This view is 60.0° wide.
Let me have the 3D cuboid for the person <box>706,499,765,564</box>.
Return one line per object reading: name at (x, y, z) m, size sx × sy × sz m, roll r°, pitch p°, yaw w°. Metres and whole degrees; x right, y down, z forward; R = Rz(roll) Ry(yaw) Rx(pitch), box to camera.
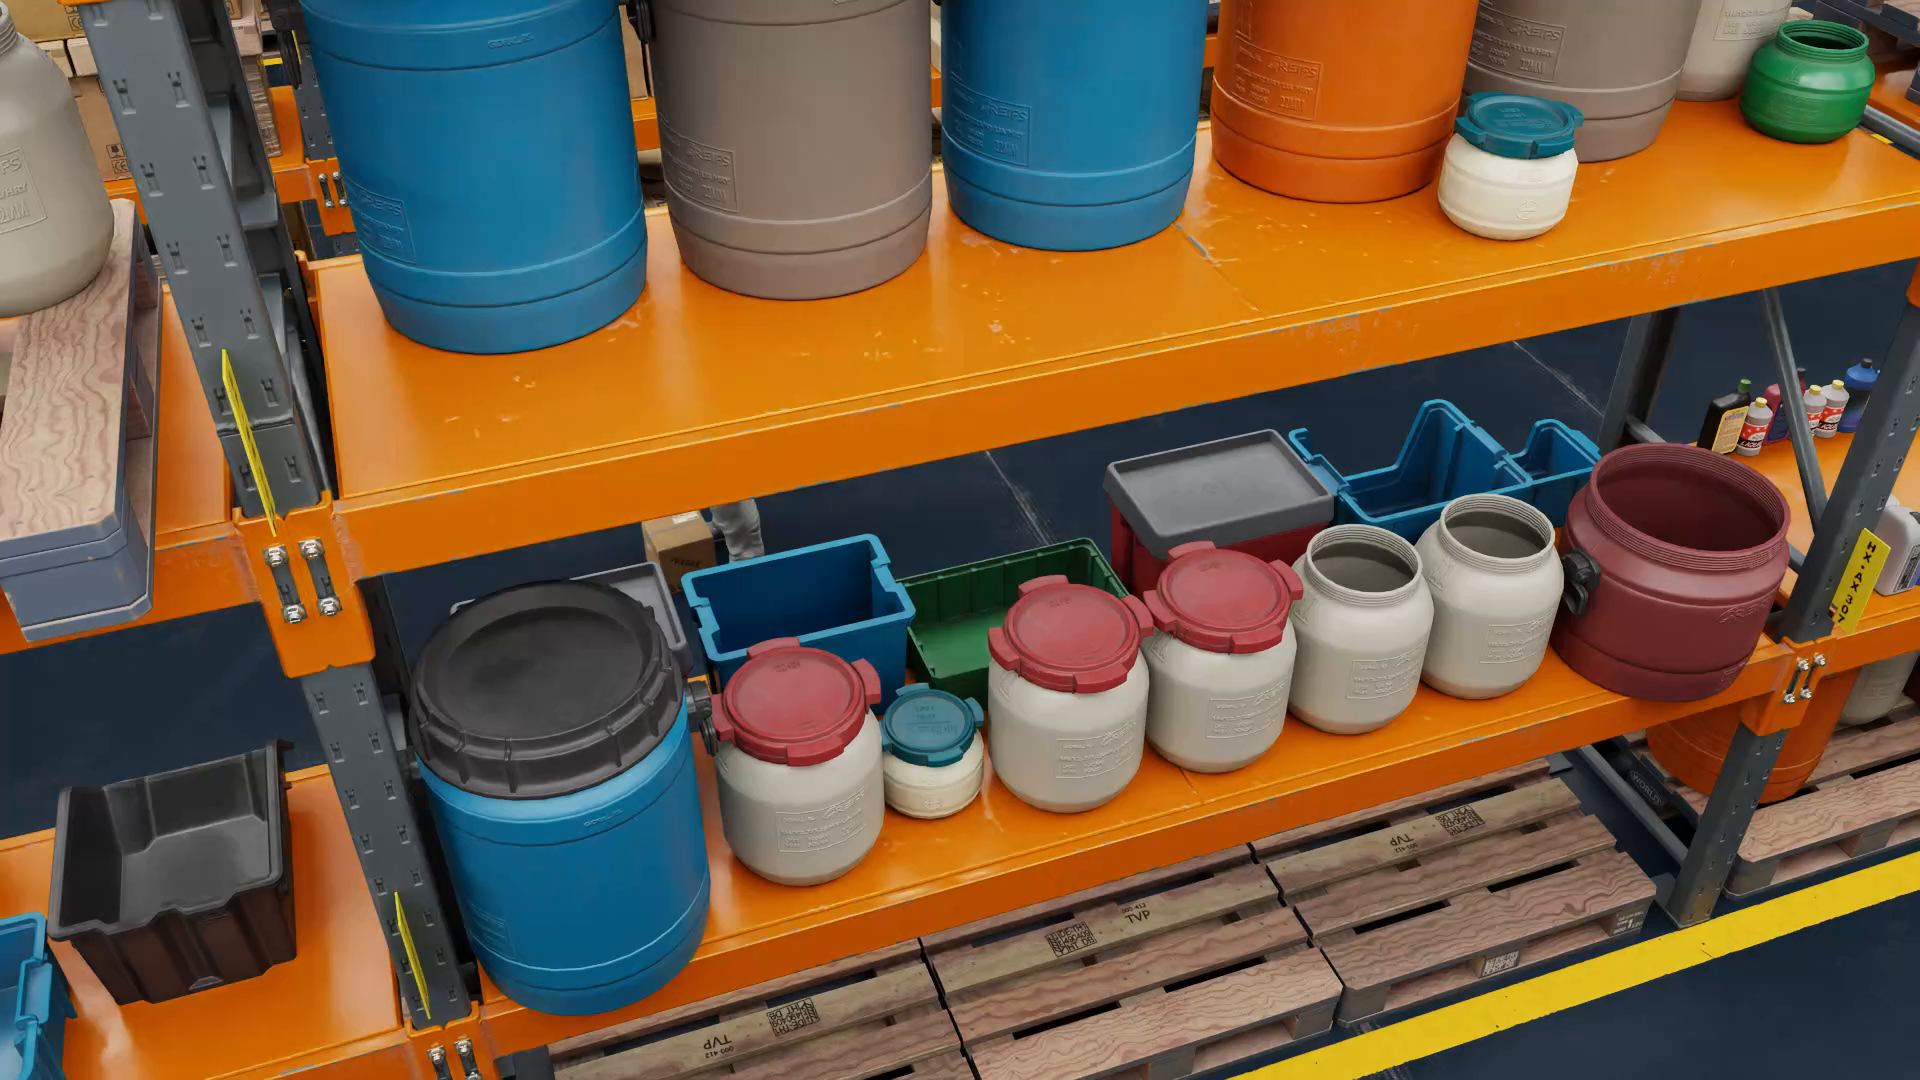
person at (-1.013, -0.557, 6.860) m, size 0.465 × 1.667 × 0.564 m, roll -15°, pitch 40°, yaw -18°
